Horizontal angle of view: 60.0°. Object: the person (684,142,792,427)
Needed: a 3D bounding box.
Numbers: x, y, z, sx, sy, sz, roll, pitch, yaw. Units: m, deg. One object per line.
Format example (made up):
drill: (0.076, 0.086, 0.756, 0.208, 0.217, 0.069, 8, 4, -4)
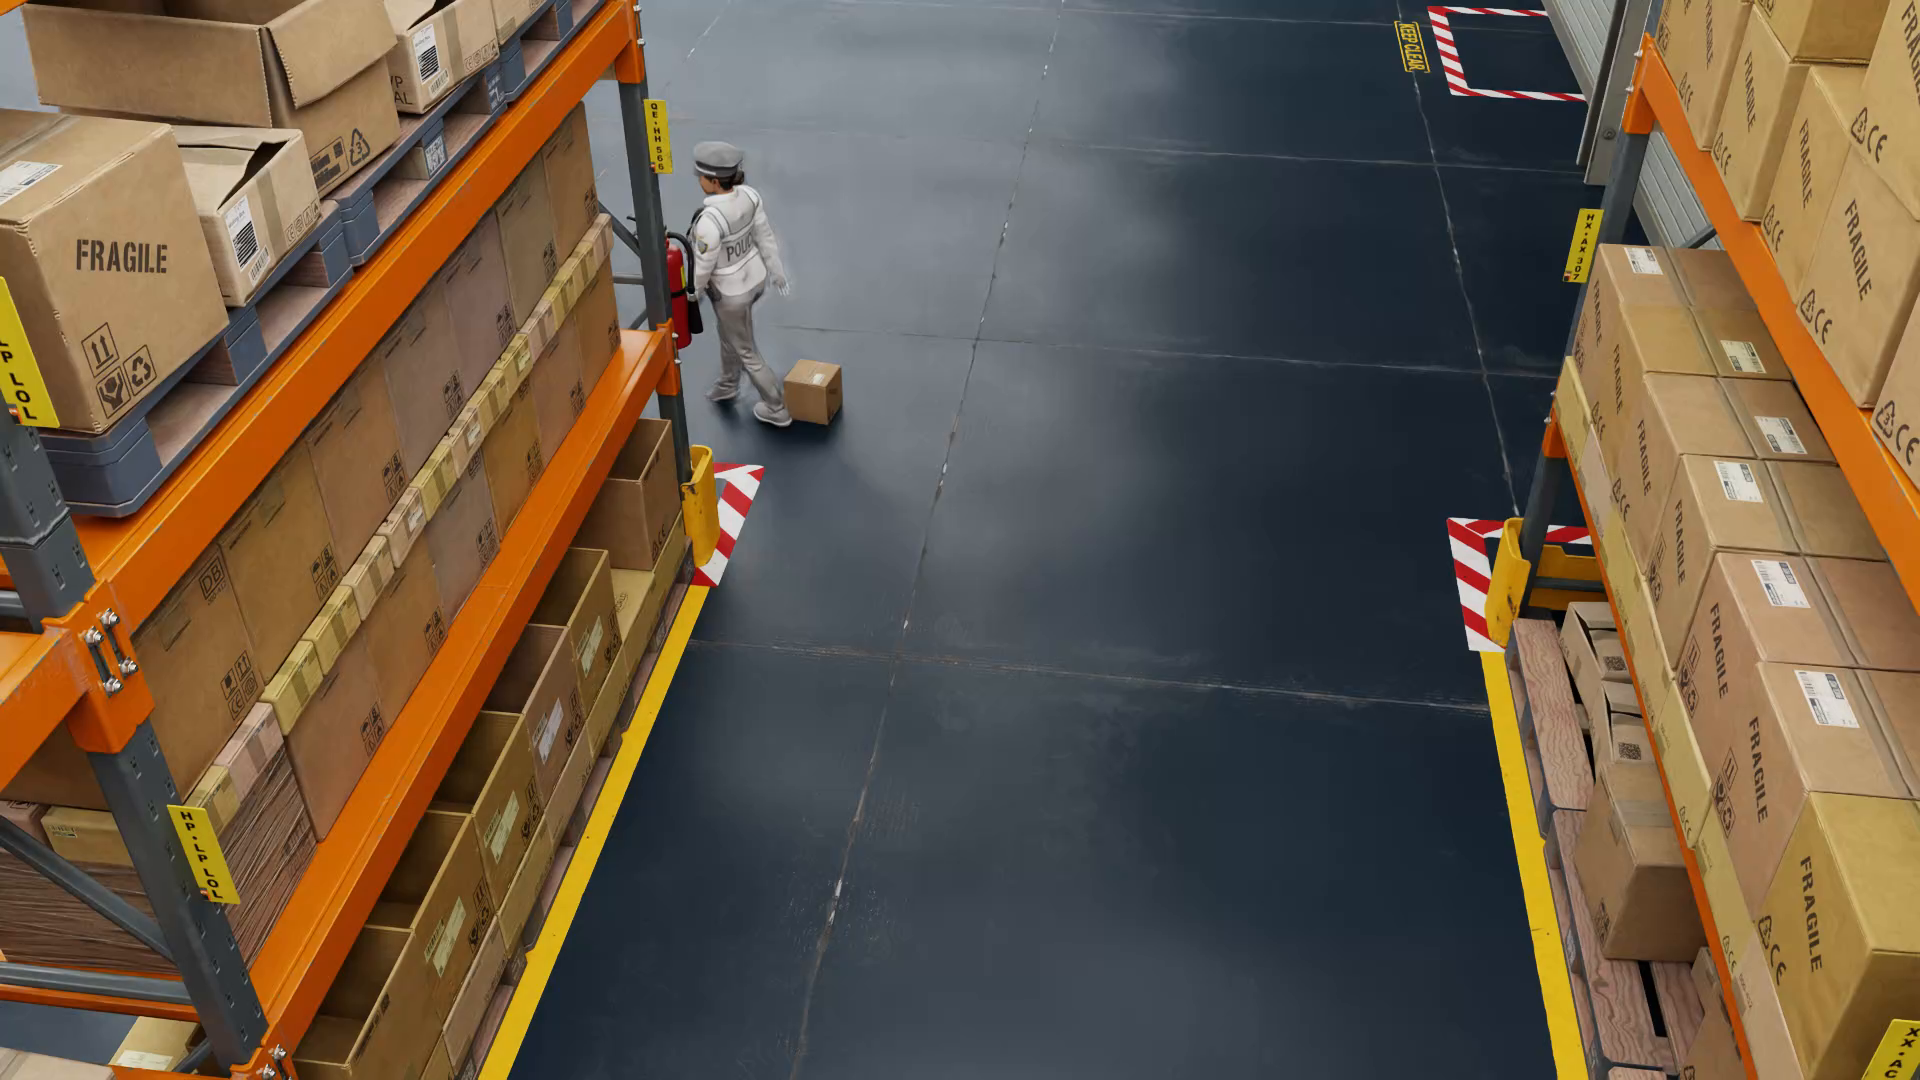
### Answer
person: (-1.250, -1.332, 8.866, 0.660, 1.699, 0.556, 16, 39, 21)
